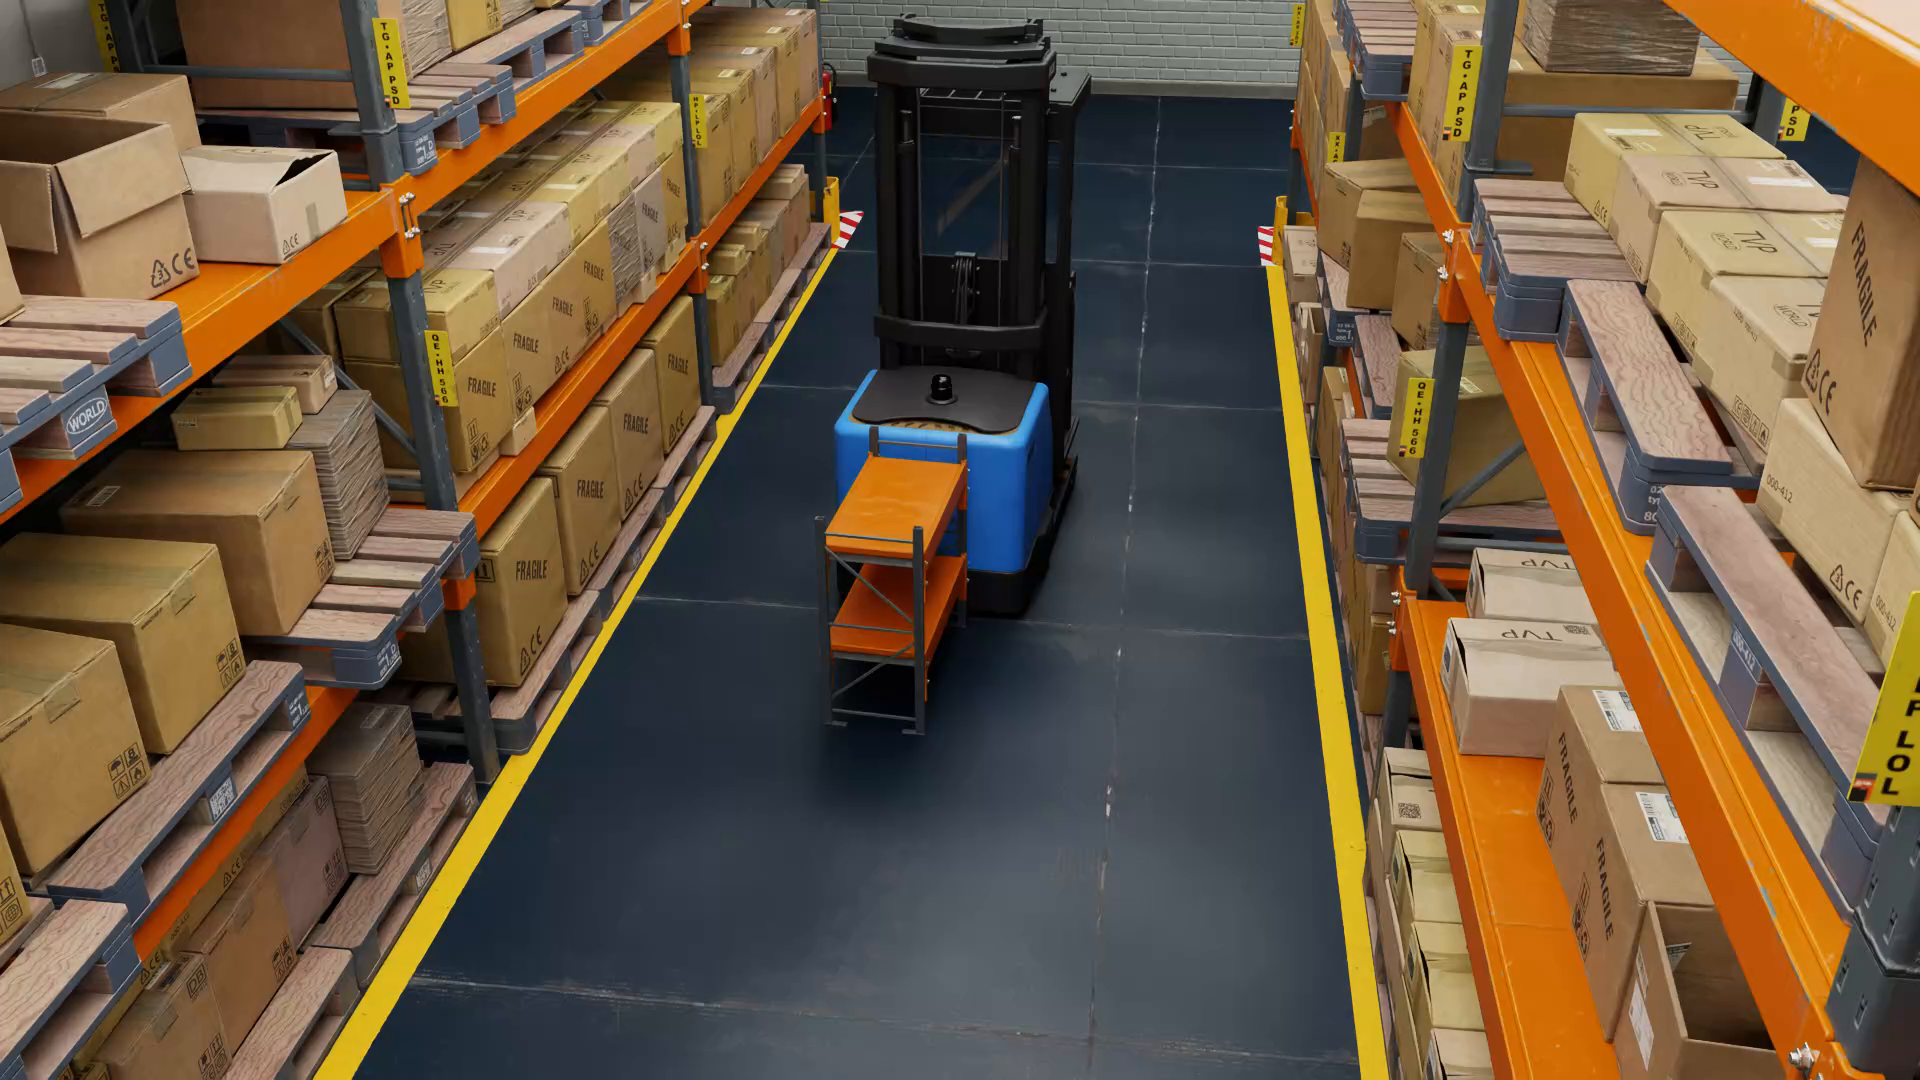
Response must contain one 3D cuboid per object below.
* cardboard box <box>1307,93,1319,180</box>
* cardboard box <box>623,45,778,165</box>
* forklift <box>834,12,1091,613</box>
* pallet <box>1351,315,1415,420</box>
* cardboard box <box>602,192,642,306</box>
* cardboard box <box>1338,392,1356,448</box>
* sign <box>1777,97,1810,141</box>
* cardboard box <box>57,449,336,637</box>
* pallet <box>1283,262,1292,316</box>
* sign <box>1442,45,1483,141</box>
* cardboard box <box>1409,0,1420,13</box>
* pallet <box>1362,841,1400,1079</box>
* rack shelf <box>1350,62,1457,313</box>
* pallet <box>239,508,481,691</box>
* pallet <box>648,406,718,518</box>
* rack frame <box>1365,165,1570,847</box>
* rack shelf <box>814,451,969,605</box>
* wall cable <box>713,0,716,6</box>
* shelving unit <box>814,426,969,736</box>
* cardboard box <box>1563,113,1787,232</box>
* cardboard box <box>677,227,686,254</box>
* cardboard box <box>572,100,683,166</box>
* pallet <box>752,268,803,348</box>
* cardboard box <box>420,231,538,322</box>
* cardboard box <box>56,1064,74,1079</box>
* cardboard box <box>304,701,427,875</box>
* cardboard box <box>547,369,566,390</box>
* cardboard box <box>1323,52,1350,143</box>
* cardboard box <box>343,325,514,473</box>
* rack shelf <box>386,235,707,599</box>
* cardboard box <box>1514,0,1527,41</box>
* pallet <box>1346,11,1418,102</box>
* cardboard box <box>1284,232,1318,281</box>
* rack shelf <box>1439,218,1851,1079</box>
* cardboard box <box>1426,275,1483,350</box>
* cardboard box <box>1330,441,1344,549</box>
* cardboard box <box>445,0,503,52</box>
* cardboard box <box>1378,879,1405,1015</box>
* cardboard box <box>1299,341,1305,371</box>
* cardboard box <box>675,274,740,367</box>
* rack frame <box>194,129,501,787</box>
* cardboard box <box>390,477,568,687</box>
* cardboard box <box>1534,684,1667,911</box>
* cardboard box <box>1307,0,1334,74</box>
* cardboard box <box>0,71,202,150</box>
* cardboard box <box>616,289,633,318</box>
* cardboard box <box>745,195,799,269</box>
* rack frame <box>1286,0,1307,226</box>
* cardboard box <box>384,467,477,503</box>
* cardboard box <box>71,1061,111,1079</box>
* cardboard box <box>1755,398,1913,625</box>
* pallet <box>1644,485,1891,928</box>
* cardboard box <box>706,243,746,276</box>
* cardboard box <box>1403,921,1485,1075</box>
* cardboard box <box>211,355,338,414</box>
[{"bbox_3d":[2.753,-2.860,11.791,0.500,0.500,0.500,4,29,7],"label":"cardboard box"},{"bbox_3d":[-1.896,-3.200,12.211,0.980,0.700,0.700,2,28,4],"label":"cardboard box"},{"bbox_3d":[0.126,-1.583,9.598,1.130,2.935,3.031,6,29,10],"label":"forklift"},{"bbox_3d":[2.507,-0.790,8.255,1.003,0.211,1.213,3,28,6],"label":"pallet"},{"bbox_3d":[-2.082,-1.603,9.122,0.500,0.500,0.500,3,29,6],"label":"cardboard box"},{"bbox_3d":[2.340,-0.580,9.046,0.500,0.250,0.500,3,29,6],"label":"cardboard box"},{"bbox_3d":[2.823,-1.505,5.590,0.100,0.325,0.005,3,28,6],"label":"sign"},{"bbox_3d":[-2.732,0.004,6.010,0.700,0.500,0.500,1,28,1],"label":"cardboard box"},{"bbox_3d":[3.148,-2.085,13.399,1.003,0.211,1.213,3,28,6],"label":"pallet"},{"bbox_3d":[1.735,-1.539,5.737,0.100,0.325,0.005,3,28,6],"label":"sign"},{"bbox_3d":[2.570,-2.886,8.128,0.600,0.600,0.600,3,28,6],"label":"cardboard box"},{"bbox_3d":[2.134,1.654,6.457,1.003,0.211,1.213,3,28,6],"label":"pallet"},{"bbox_3d":[2.519,-1.904,7.717,1.077,0.370,4.000,3,28,6],"label":"rack shelf"},{"bbox_3d":[-2.625,0.182,6.453,1.213,0.211,1.003,3,28,6],"label":"pallet"},{"bbox_3d":[-2.173,-0.532,10.515,1.003,0.211,1.213,3,28,6],"label":"pallet"},{"bbox_3d":[2.274,0.042,6.510,1.000,3.000,0.127,3,28,6],"label":"rack frame"},{"bbox_3d":[-0.313,-0.077,8.090,0.538,0.278,1.000,5,29,10],"label":"rack shelf"},{"bbox_3d":[-2.445,-5.115,15.011,0.084,1.984,1.851,3,28,6],"label":"wall cable"},{"bbox_3d":[-0.313,0.181,8.229,0.538,1.125,1.048,5,29,10],"label":"shelving unit"},{"bbox_3d":[2.274,-1.181,5.332,0.500,0.250,0.500,1,28,2],"label":"cardboard box"},{"bbox_3d":[-1.914,-1.850,10.265,0.380,0.149,0.250,4,29,7],"label":"cardboard box"},{"bbox_3d":[-1.956,-2.407,9.824,0.500,0.250,0.500,4,29,7],"label":"cardboard box"},{"bbox_3d":[-1.835,-1.829,12.923,1.003,0.211,1.213,3,28,6],"label":"pallet"},{"bbox_3d":[-2.267,-1.210,7.603,0.500,0.250,0.500,3,28,5],"label":"cardboard box"},{"bbox_3d":[-3.009,1.660,4.887,0.500,0.250,0.500,3,28,5],"label":"cardboard box"},{"bbox_3d":[-2.680,1.004,6.895,0.700,0.500,0.500,4,29,7],"label":"cardboard box"},{"bbox_3d":[-2.243,-0.892,8.486,0.380,0.149,0.250,4,29,7],"label":"cardboard box"},{"bbox_3d":[2.629,-2.820,10.662,0.500,0.500,0.500,3,28,5],"label":"cardboard box"},{"bbox_3d":[-2.330,-0.642,7.339,0.500,0.500,0.500,4,29,8],"label":"cardboard box"},{"bbox_3d":[-2.398,-0.869,8.959,1.077,0.370,4.000,3,28,6],"label":"rack shelf"},{"bbox_3d":[2.396,-2.208,6.364,0.500,0.500,0.500,3,28,6],"label":"cardboard box"},{"bbox_3d":[2.490,-2.288,7.870,1.213,0.211,1.003,3,28,6],"label":"pallet"},{"bbox_3d":[2.844,-2.233,13.167,0.500,0.250,0.500,3,28,6],"label":"cardboard box"},{"bbox_3d":[2.029,-0.021,4.222,1.077,0.370,4.000,3,28,6],"label":"rack shelf"},{"bbox_3d":[2.541,-0.910,7.728,0.700,0.500,0.500,9,30,16],"label":"cardboard box"},{"bbox_3d":[2.340,-0.234,9.194,0.500,0.500,0.500,4,29,7],"label":"cardboard box"},{"bbox_3d":[-2.547,-2.547,7.582,0.700,0.500,0.500,5,29,9],"label":"cardboard box"},{"bbox_3d":[1.857,1.533,6.198,0.500,0.250,0.500,3,28,5],"label":"cardboard box"},{"bbox_3d":[2.538,-1.245,11.440,0.380,0.149,0.250,3,28,6],"label":"cardboard box"},{"bbox_3d":[-1.960,-1.558,11.672,0.700,0.500,0.500,4,29,7],"label":"cardboard box"},{"bbox_3d":[-2.643,-0.245,7.041,1.000,3.000,0.127,3,28,6],"label":"rack frame"},{"bbox_3d":[-2.423,0.178,8.080,0.750,0.750,0.750,3,28,6],"label":"cardboard box"},{"bbox_3d":[2.084,0.788,5.019,0.500,0.500,0.500,2,28,3],"label":"cardboard box"},{"bbox_3d":[2.881,-3.768,12.422,0.500,0.500,0.500,4,29,7],"label":"cardboard box"},{"bbox_3d":[-2.960,-1.292,5.697,0.500,0.500,0.500,3,28,6],"label":"cardboard box"},{"bbox_3d":[-2.067,-1.372,9.377,0.380,0.149,0.250,3,28,6],"label":"cardboard box"},{"bbox_3d":[-1.711,-2.524,13.465,0.700,0.500,0.500,3,28,6],"label":"cardboard box"},{"bbox_3d":[3.254,-3.724,13.500,1.000,3.000,0.127,3,28,6],"label":"rack frame"},{"bbox_3d":[-2.373,-0.284,7.359,0.380,0.149,0.250,3,28,5],"label":"cardboard box"},{"bbox_3d":[-3.046,1.951,5.137,0.700,0.500,0.500,3,28,5],"label":"cardboard box"},{"bbox_3d":[1.933,-0.063,3.257,0.500,0.250,0.500,1,28,1],"label":"cardboard box"},{"bbox_3d":[1.879,0.272,3.121,0.805,0.209,1.217,2,28,4],"label":"pallet"},{"bbox_3d":[-1.737,-1.994,11.798,0.380,0.149,0.250,4,29,8],"label":"cardboard box"},{"bbox_3d":[1.797,1.537,5.599,0.500,0.311,0.500,3,28,5],"label":"cardboard box"},{"bbox_3d":[-2.656,-0.604,6.455,0.380,0.149,0.250,0,28,0],"label":"cardboard box"}]
